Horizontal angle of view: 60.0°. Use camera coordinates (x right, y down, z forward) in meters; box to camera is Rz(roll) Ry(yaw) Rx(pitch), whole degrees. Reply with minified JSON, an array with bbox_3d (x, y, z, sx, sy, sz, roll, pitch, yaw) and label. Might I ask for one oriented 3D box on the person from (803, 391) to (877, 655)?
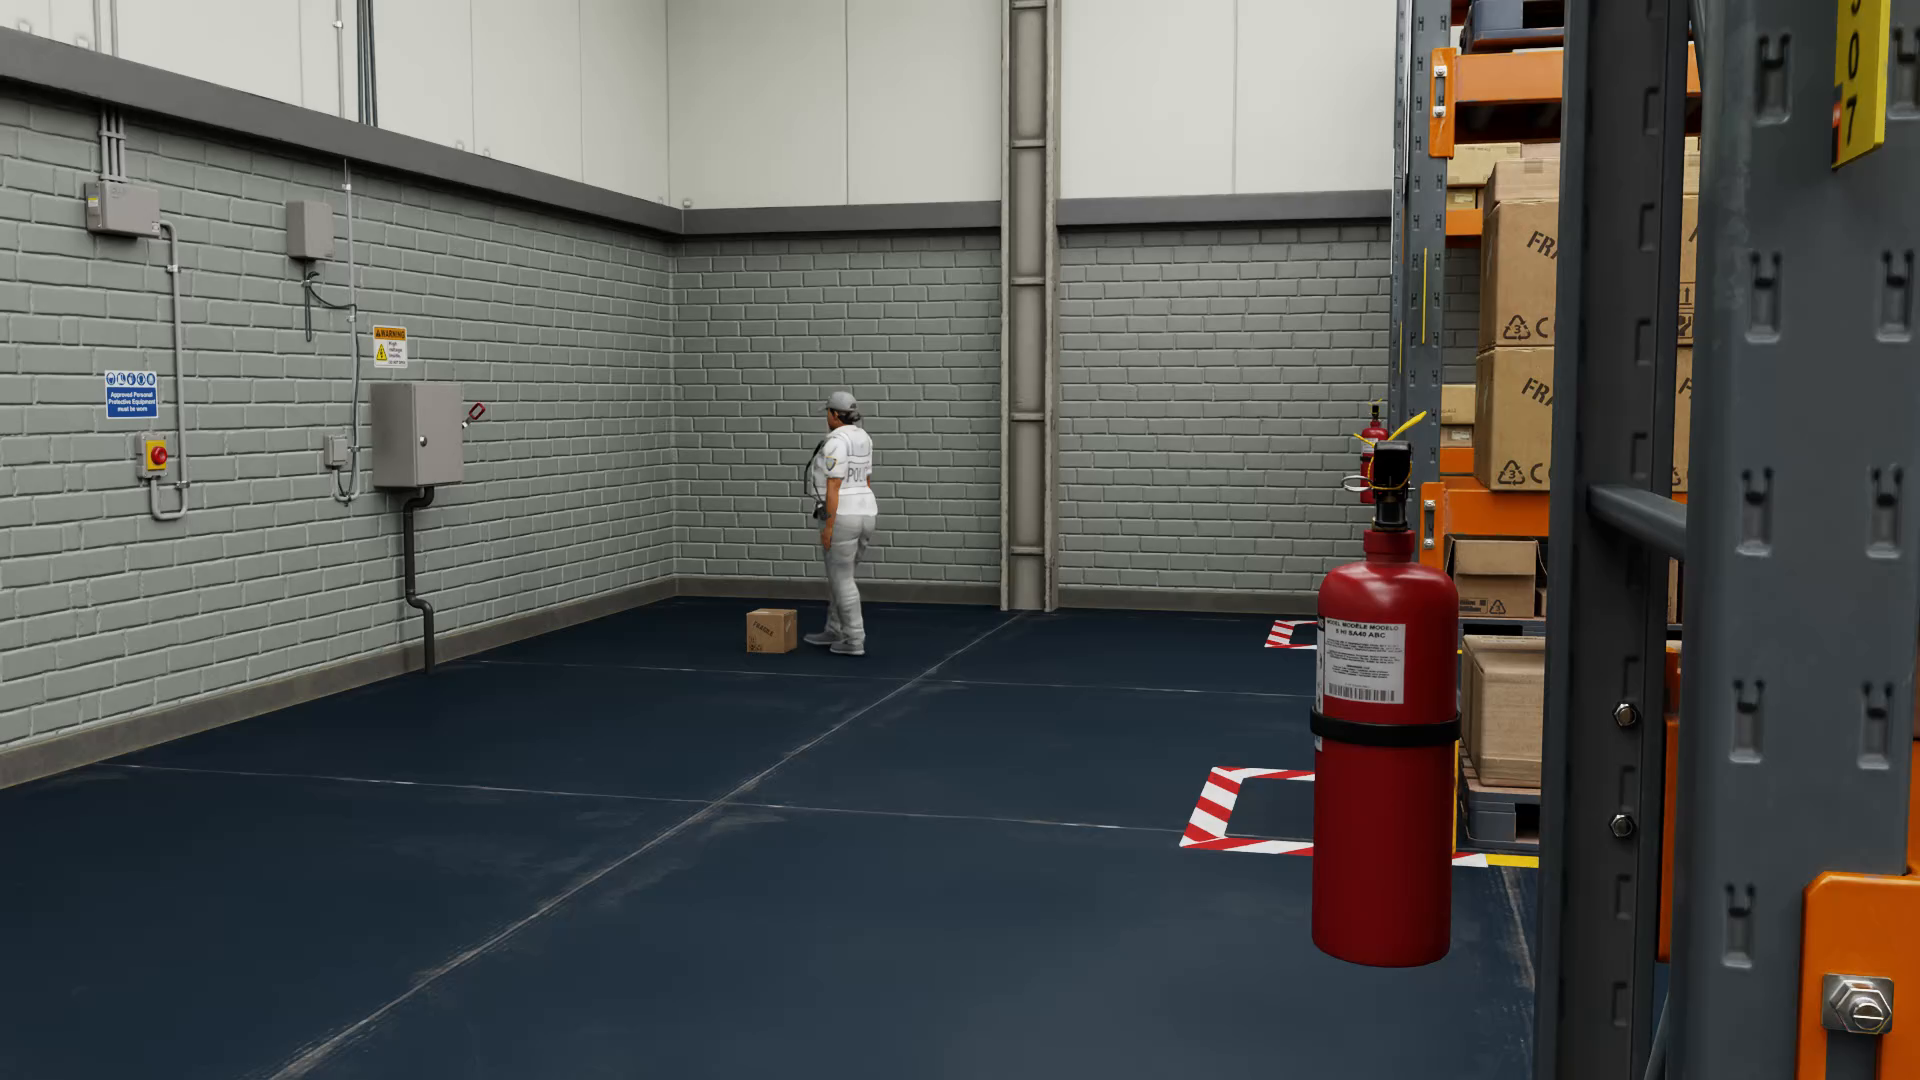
[{"bbox_3d":[-0.822,-0.115,10.562,0.584,1.657,0.481,2,5,25],"label":"person"}]
